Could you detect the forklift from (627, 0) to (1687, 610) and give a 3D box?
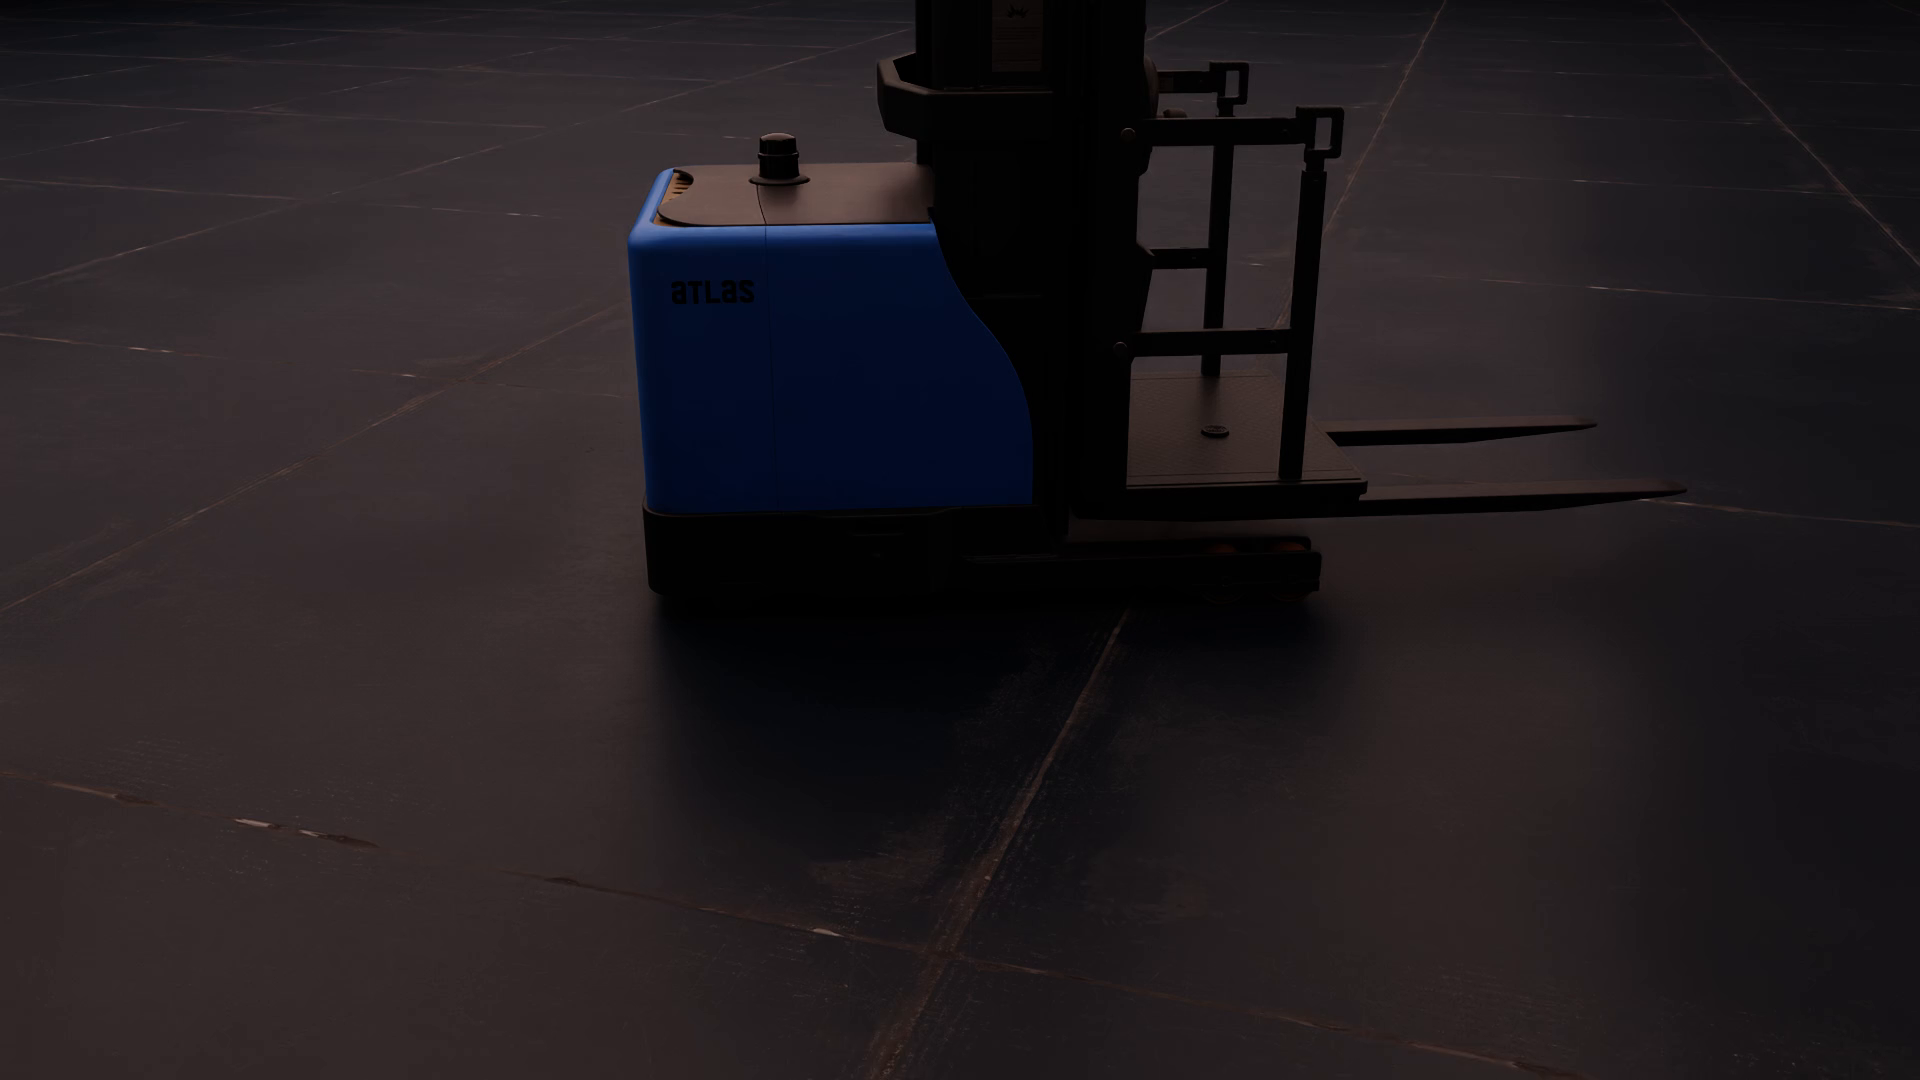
[{"bbox_3d":[0.606,-1.374,4.608,3.031,2.935,1.130,-2,23,-4],"label":"forklift"}]
